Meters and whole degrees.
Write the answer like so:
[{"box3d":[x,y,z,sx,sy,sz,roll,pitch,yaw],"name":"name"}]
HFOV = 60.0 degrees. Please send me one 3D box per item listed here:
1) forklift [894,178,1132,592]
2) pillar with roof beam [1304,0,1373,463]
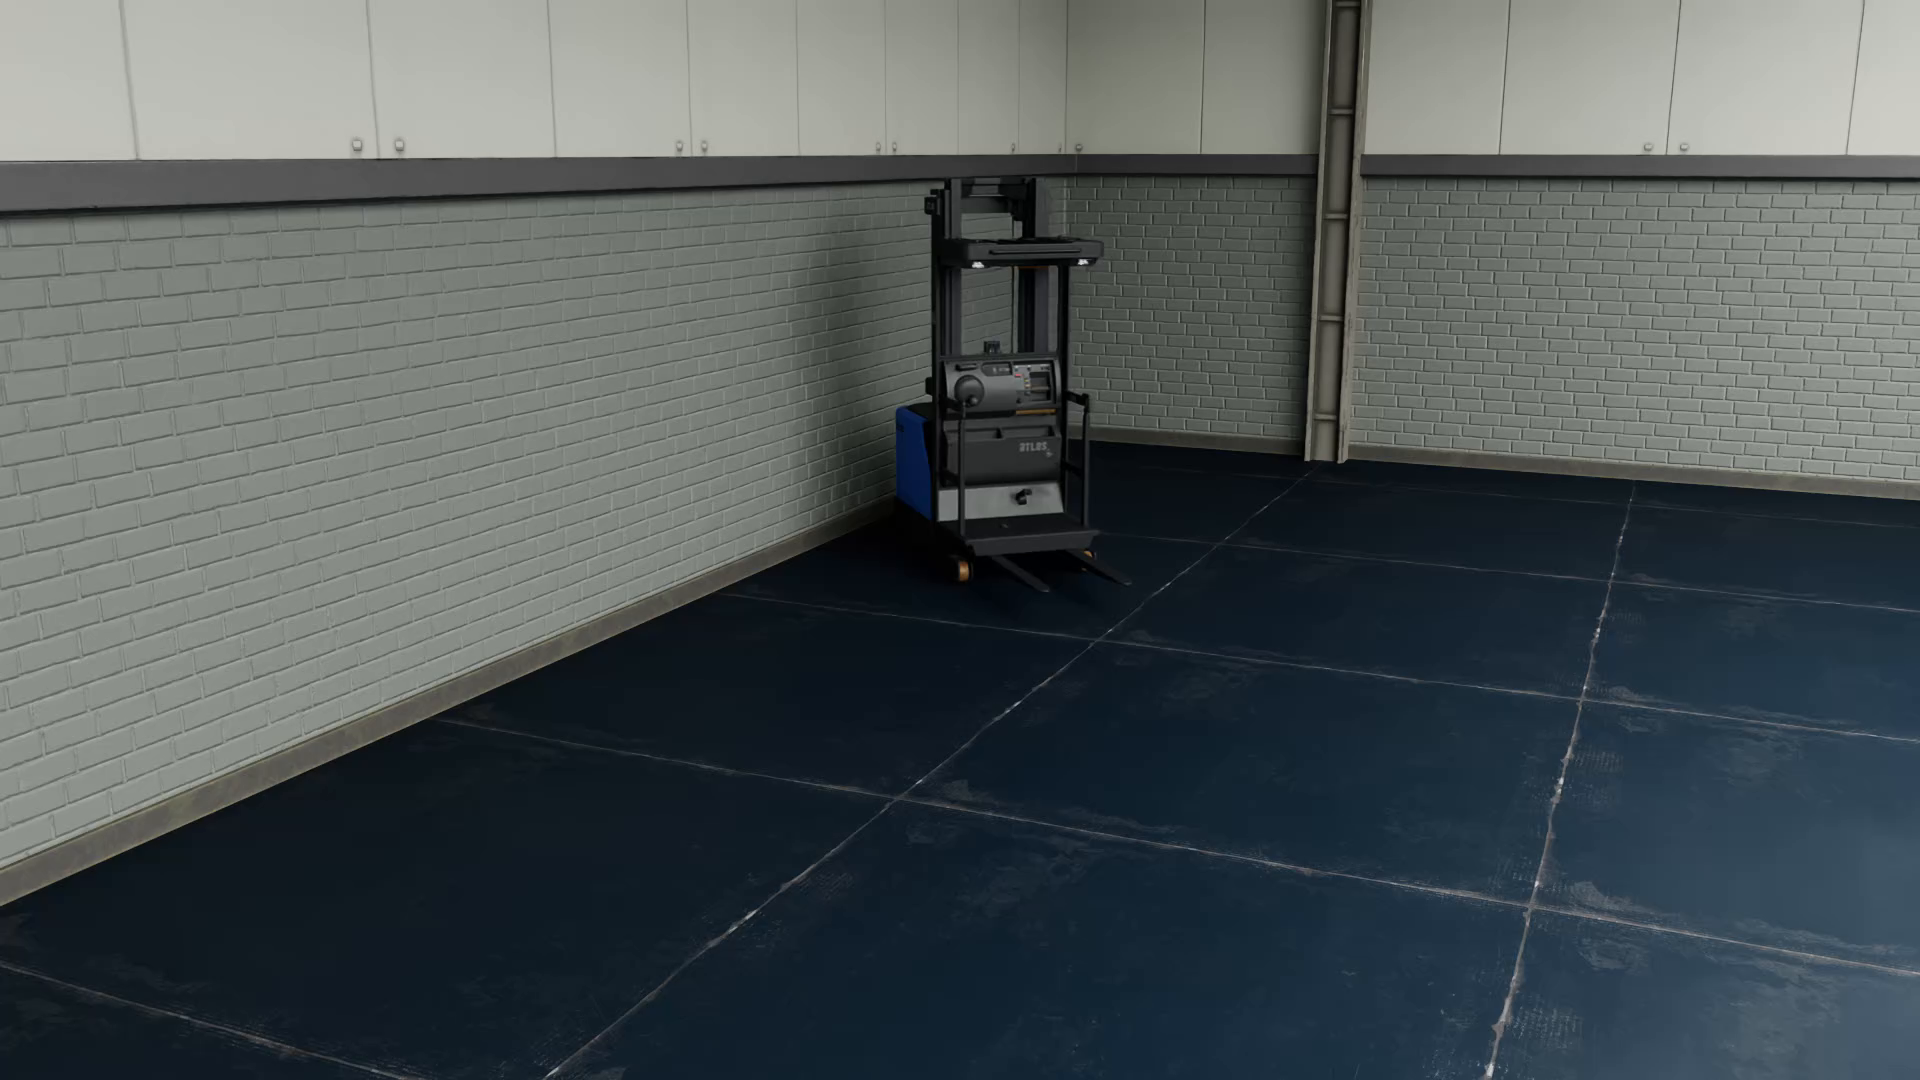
[{"box3d":[0.395,-1.214,12.513,1.130,2.935,3.031,-4,14,-18],"name":"forklift"},{"box3d":[2.073,-4.322,12.475,0.400,9.000,9.100,6,14,23],"name":"pillar with roof beam"}]
